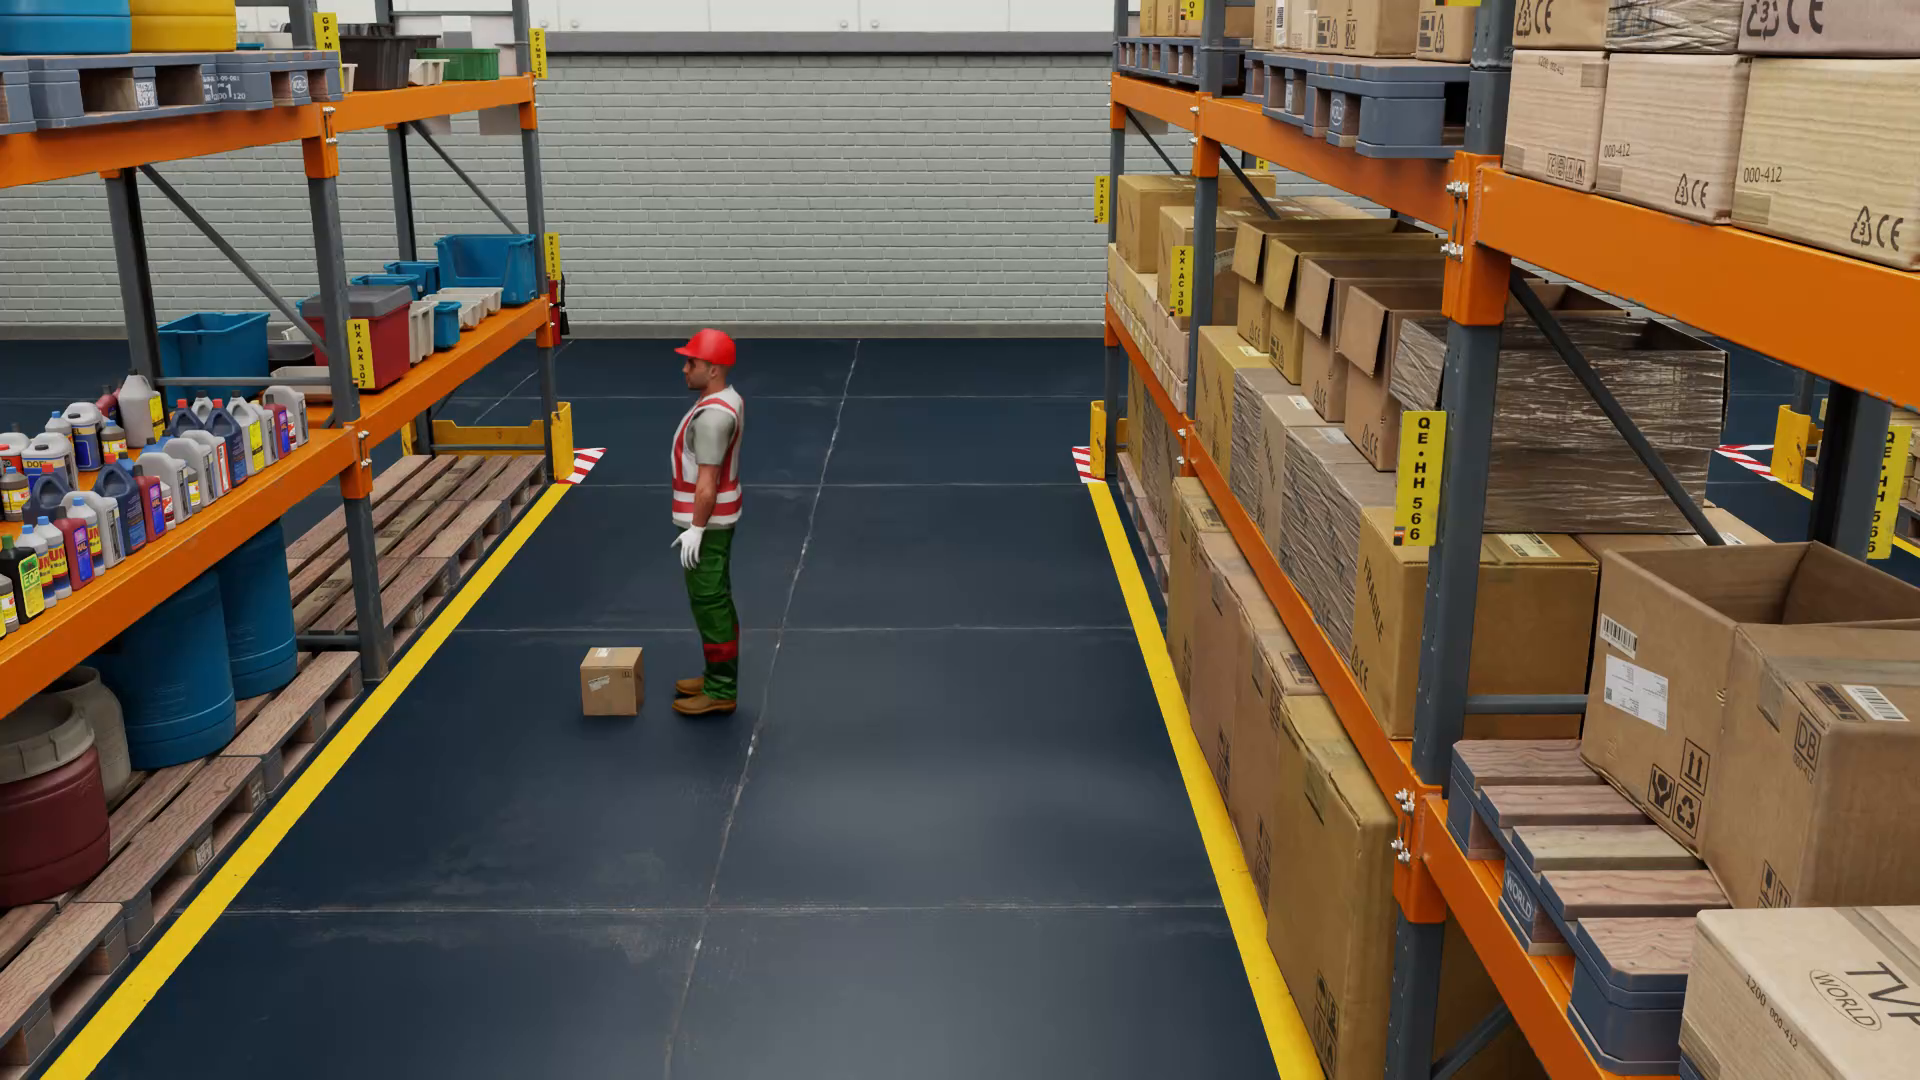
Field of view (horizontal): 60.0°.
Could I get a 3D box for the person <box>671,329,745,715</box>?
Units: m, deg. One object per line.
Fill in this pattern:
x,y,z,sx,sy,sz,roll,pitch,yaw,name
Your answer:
-1.187,-0.082,7.701,0.397,1.796,0.539,0,17,0,person
